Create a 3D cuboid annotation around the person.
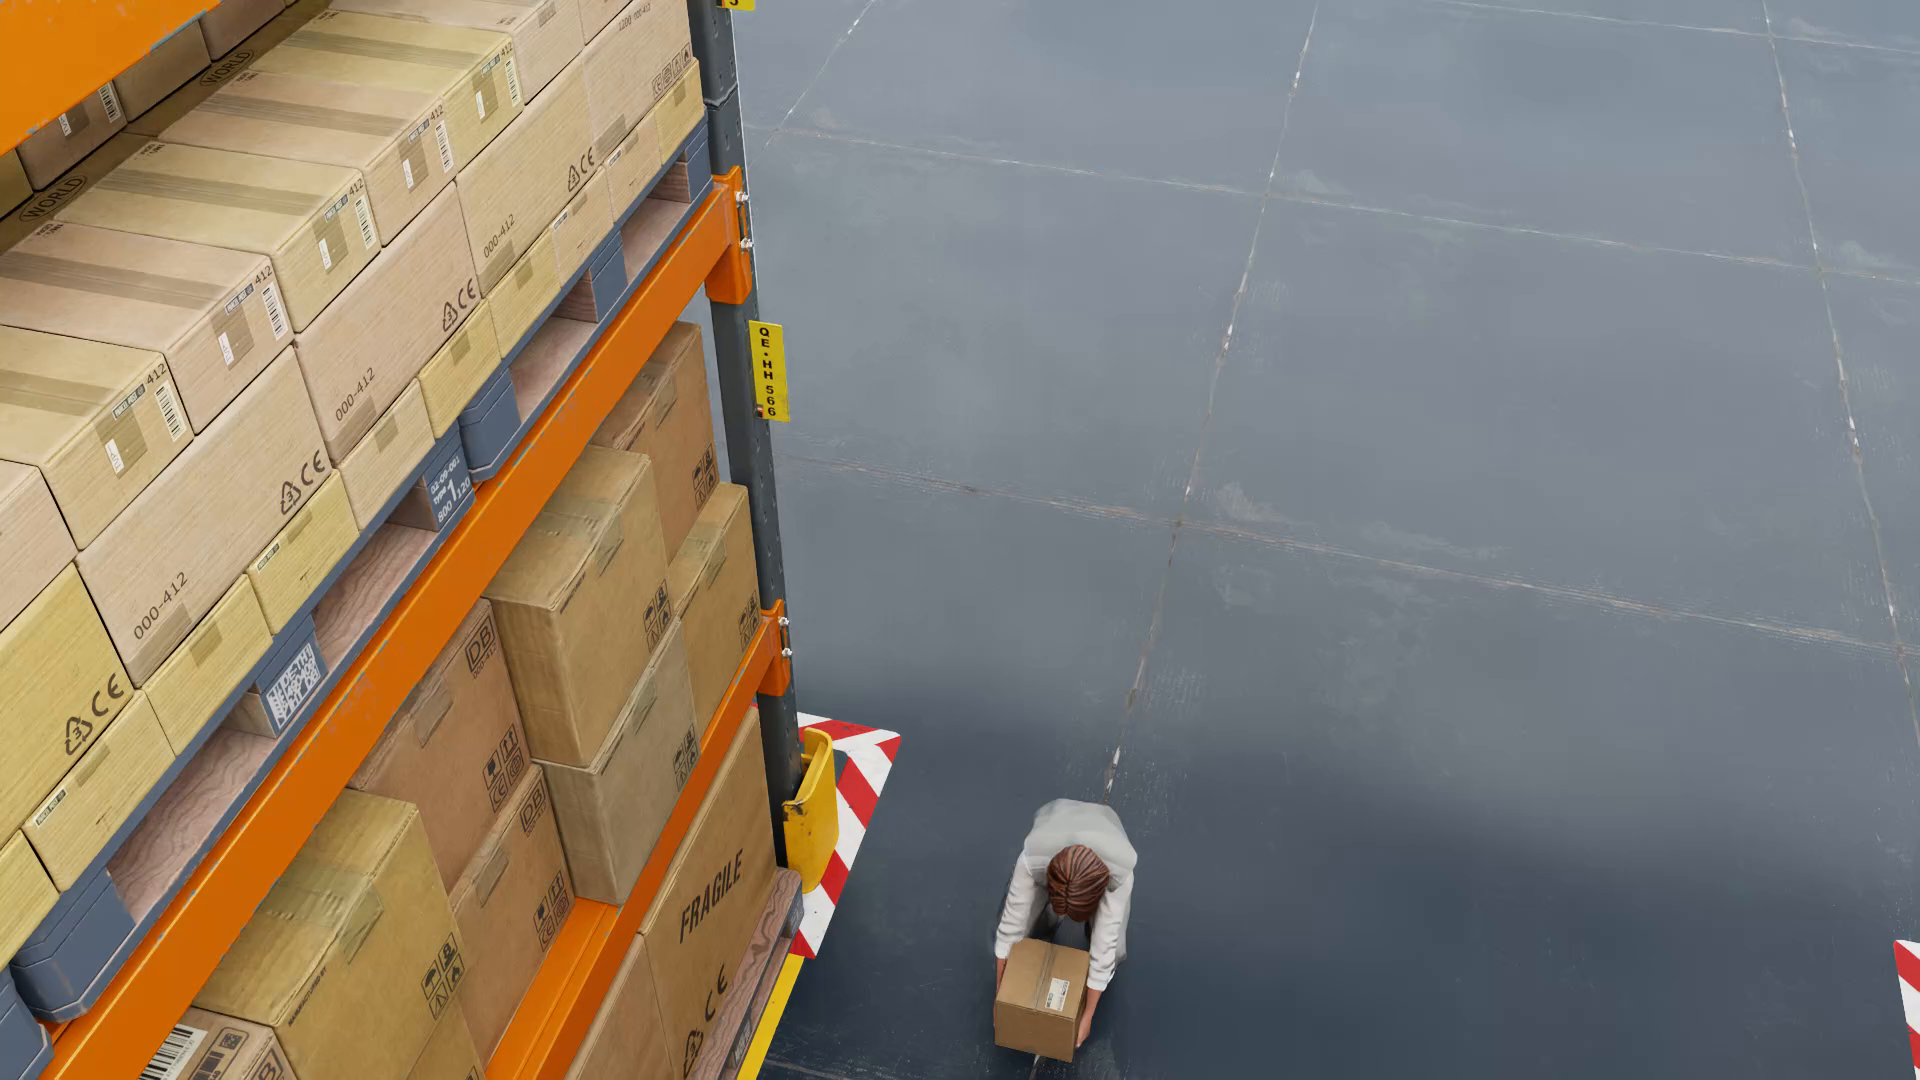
[{"bbox_3d":[0.354,1.149,5.389,0.424,0.921,0.793,9,42,10],"label":"person"}]
